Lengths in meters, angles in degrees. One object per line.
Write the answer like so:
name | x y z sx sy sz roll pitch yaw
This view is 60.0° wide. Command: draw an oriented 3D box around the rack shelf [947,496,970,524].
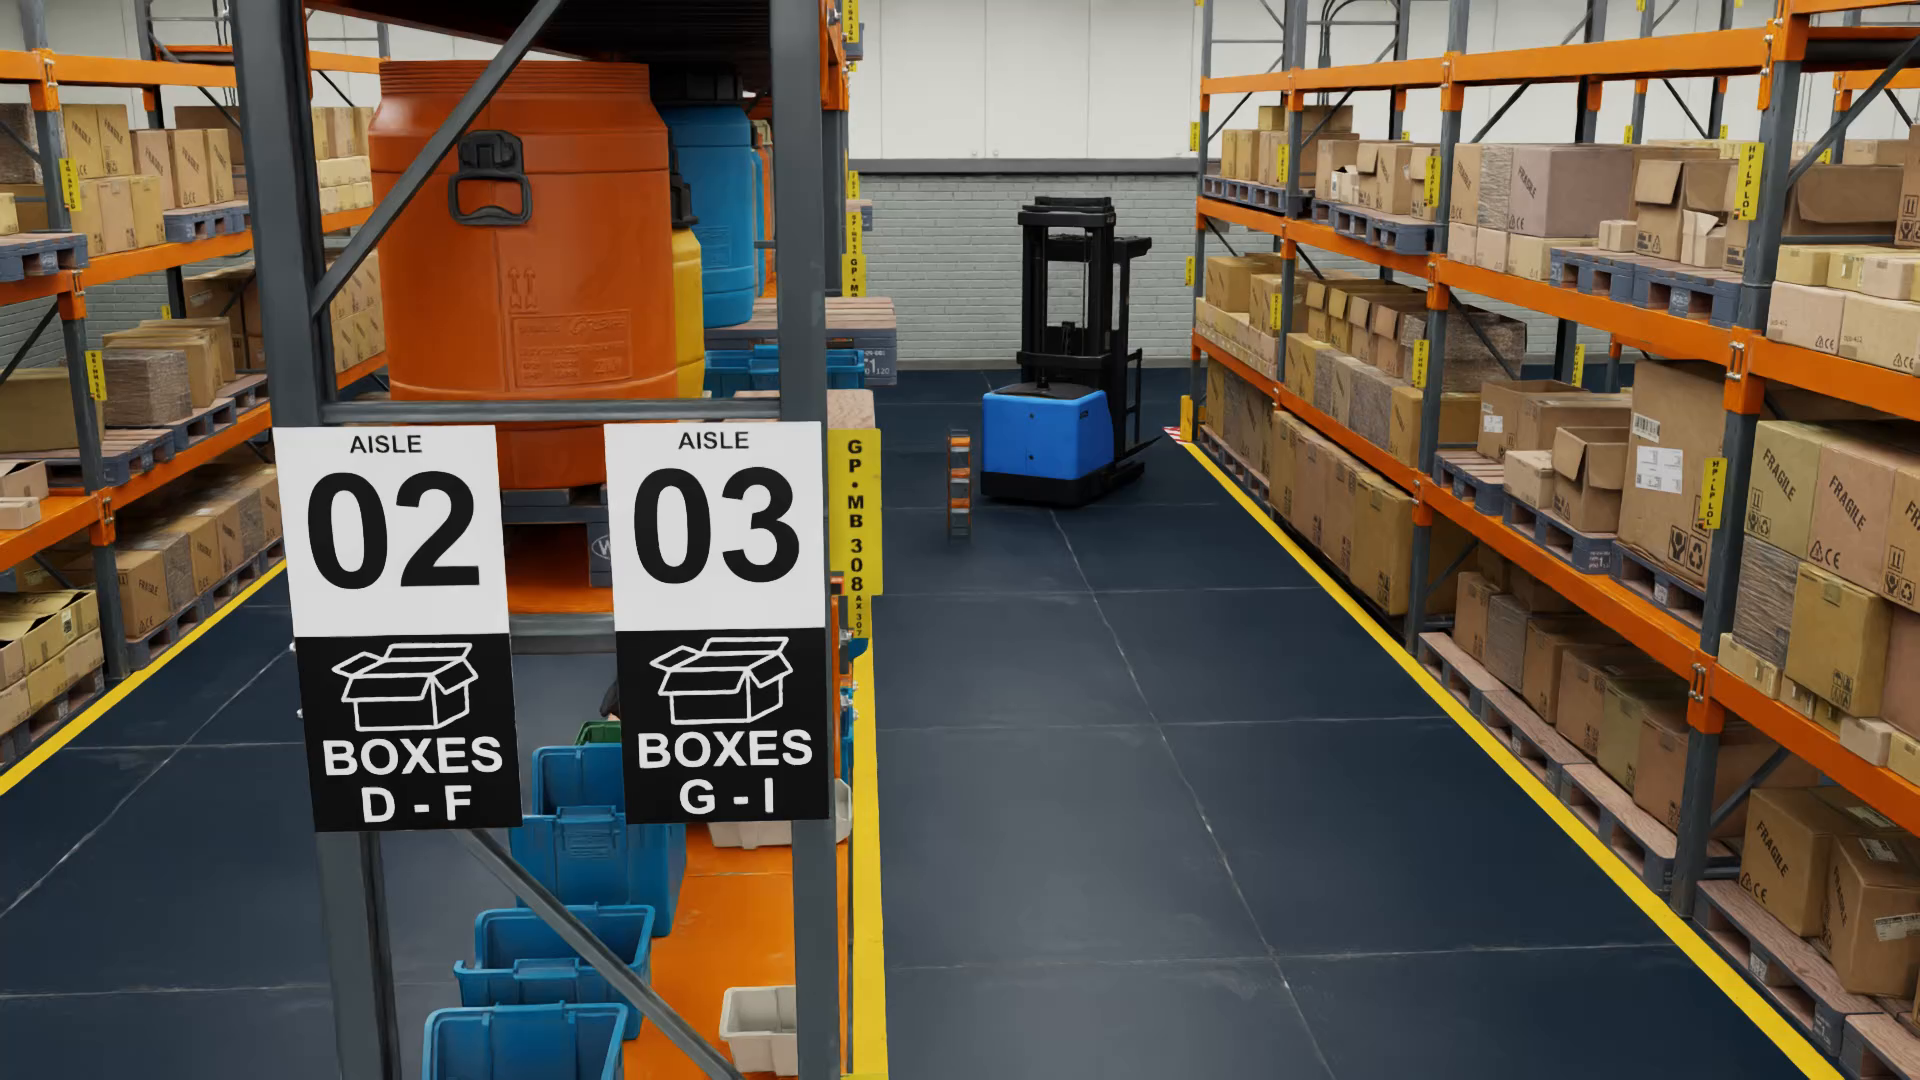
rack shelf | -0.003 -0.242 15.019 0.215 0.259 0.240 -1 14 -3

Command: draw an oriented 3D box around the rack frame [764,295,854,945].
rack frame | -0.997 0.418 7.382 1.000 3.000 0.127 -1 14 -3

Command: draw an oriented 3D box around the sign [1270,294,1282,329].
sign | 2.897 -2.097 15.259 0.100 0.325 0.005 -1 14 -3

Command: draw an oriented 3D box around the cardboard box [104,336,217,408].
cardboard box | -6.265 -1.309 13.052 0.700 0.500 0.500 -5 15 -18

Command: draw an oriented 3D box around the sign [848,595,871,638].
sign | -0.447 0.278 7.369 0.100 0.325 0.005 -1 14 -3

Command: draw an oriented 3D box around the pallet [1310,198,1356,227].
pallet | 3.557 -2.781 14.178 0.805 0.209 1.217 -1 15 -6

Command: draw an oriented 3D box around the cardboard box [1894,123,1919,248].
cardboard box | 4.229 -1.438 6.773 0.500 0.500 0.500 -1 14 -5

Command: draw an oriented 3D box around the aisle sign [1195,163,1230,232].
aisle sign | 2.900 -3.915 19.006 0.394 0.787 0.004 -1 14 -3

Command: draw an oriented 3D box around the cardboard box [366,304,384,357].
cardboard box | -6.324 -2.179 17.274 0.500 0.500 0.500 -1 14 -3

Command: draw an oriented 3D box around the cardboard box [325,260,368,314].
cardboard box | -6.281 -2.535 16.651 0.500 0.500 0.500 0 14 -2

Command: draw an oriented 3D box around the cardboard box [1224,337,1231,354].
cardboard box | 2.993 -2.045 17.460 0.380 0.149 0.250 -1 14 -5

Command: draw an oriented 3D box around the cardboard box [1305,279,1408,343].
cardboard box | 3.499 -2.023 14.657 0.797 0.503 0.637 -1 14 -5

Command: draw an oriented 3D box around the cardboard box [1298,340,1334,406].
cardboard box | 3.262 -1.453 14.454 0.500 0.500 0.500 -1 14 -3

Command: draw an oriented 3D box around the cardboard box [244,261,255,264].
cardboard box | -6.821 -2.528 16.626 0.500 0.500 0.500 -1 14 -4

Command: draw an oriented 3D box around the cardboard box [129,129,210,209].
cardboard box | -6.414 -2.957 13.234 0.600 0.600 0.600 -1 14 -4

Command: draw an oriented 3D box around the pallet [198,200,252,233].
pallet | -6.466 -2.694 13.836 1.213 0.211 1.003 -1 14 -3

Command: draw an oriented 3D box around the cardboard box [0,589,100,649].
cardboard box | -5.910 0.482 10.683 0.500 0.311 0.500 -1 14 -2

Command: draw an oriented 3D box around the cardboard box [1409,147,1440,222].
cardboard box | 3.589 -2.510 11.691 0.797 0.503 0.637 0 14 0

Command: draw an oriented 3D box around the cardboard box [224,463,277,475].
cardboard box | -6.120 -0.380 14.618 0.500 0.500 0.500 -1 14 -4

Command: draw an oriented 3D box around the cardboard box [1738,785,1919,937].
cardboard box | 3.932 1.449 7.549 0.500 0.500 0.500 -1 14 -5

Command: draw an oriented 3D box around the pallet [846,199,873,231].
pallet | -1.346 -2.739 14.012 1.213 0.211 1.003 -1 14 -3

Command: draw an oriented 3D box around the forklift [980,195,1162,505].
forklift | 1.304 -2.084 17.243 1.130 2.935 3.031 7 16 25

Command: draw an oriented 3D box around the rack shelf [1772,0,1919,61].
rack shelf | 4.071 -1.716 5.088 1.077 0.370 4.000 -1 14 -3

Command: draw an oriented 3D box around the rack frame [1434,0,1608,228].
rack frame | 3.699 -3.559 10.798 1.000 3.000 0.127 -1 14 -3

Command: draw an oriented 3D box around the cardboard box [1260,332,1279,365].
cardboard box | 3.162 -1.825 15.804 0.500 0.250 0.500 -1 14 -4

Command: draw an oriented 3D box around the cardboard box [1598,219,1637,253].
cardboard box | 3.731 -1.666 9.088 0.380 0.166 0.250 -1 14 -5

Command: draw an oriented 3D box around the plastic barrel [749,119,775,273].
plastic barrel | -1.410 -2.065 10.005 0.600 0.901 0.600 0 14 0

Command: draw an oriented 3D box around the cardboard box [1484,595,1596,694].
cardboard box | 3.808 0.648 10.620 0.700 0.500 0.500 -2 15 -8

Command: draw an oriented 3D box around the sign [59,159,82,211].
sign | -5.634 -2.249 10.532 0.100 0.325 0.005 -1 14 -3

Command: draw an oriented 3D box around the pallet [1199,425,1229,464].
pallet | 3.331 -1.095 18.857 1.003 0.211 1.213 -1 14 -3

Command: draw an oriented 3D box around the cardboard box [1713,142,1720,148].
cardboard box | 8.020 -4.039 17.181 0.380 0.149 0.250 0 14 -2

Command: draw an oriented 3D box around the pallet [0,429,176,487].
pallet | -6.300 -0.576 11.629 1.213 0.211 1.003 -1 14 -3

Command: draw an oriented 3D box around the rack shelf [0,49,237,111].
rack shelf | -6.312 -3.362 12.279 1.077 0.370 4.000 -1 14 -3

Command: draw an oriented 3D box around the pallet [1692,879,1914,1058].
pallet | 4.024 1.859 7.379 1.003 0.211 1.213 -1 14 -3

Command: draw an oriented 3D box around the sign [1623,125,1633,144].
sign | 7.619 -4.562 18.962 0.100 0.325 0.005 -1 14 -3

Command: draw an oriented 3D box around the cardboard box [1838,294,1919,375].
cardboard box | 3.757 -0.791 6.362 0.500 0.250 0.500 -1 14 -4

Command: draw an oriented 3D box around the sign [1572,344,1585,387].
sign | 4.240 -1.186 11.452 0.100 0.325 0.005 -1 14 -3

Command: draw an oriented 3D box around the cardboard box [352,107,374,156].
cardboard box | -6.636 -4.349 17.681 0.700 0.500 0.500 -1 14 -3

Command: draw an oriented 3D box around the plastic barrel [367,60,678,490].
plastic barrel | -0.906 -0.570 3.498 0.600 0.830 0.708 -1 14 -3

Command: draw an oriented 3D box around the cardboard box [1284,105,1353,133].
cardboard box | 3.399 -3.998 15.777 0.500 0.250 0.500 -2 15 -7

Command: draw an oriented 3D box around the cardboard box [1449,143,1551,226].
cardboard box | 3.471 -2.276 10.627 0.500 0.500 0.500 -1 14 -3

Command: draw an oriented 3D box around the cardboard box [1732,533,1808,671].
cardboard box | 3.913 0.262 7.191 0.875 0.500 0.500 -1 14 -3

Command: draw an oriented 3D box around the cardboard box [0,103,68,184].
cardboard box | -6.209 -2.595 10.866 0.500 0.500 0.500 -1 14 -3

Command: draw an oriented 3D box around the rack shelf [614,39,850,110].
rack shelf | -1.120 -2.443 8.707 1.077 0.370 4.000 -1 14 -3

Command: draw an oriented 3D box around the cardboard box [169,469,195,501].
cardboard box | -6.588 -0.489 13.535 0.500 0.250 0.500 -1 14 -3

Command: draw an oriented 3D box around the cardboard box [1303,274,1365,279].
cardboard box | 3.654 -2.328 16.254 0.500 0.500 0.500 -1 14 -3

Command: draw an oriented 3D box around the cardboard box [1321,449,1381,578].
cardboard box | 3.630 -0.221 13.288 1.225 0.875 0.875 -1 14 -3

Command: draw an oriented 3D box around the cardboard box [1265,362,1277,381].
cardboard box | 3.105 -1.597 15.718 0.380 0.149 0.250 -1 14 -3

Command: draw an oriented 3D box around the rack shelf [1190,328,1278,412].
rack shelf | 3.327 -1.797 17.434 1.077 0.370 4.000 -1 14 -3

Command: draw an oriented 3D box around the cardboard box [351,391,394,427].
cardboard box | -6.405 -1.362 18.433 0.500 0.500 0.500 -1 14 -3

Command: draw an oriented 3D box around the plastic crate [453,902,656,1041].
plastic crate | -1.113 1.203 4.628 0.499 0.251 0.408 -1 14 -3

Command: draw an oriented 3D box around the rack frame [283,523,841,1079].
rack frame | -0.749 1.413 3.515 1.000 3.000 0.127 -1 14 -3

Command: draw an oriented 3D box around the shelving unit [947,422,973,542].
shelving unit | -0.003 -0.522 14.947 0.215 1.050 0.252 -1 14 -3

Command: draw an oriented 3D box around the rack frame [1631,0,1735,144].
rack frame | 8.160 -5.600 18.730 1.000 3.000 0.127 -1 14 -3
